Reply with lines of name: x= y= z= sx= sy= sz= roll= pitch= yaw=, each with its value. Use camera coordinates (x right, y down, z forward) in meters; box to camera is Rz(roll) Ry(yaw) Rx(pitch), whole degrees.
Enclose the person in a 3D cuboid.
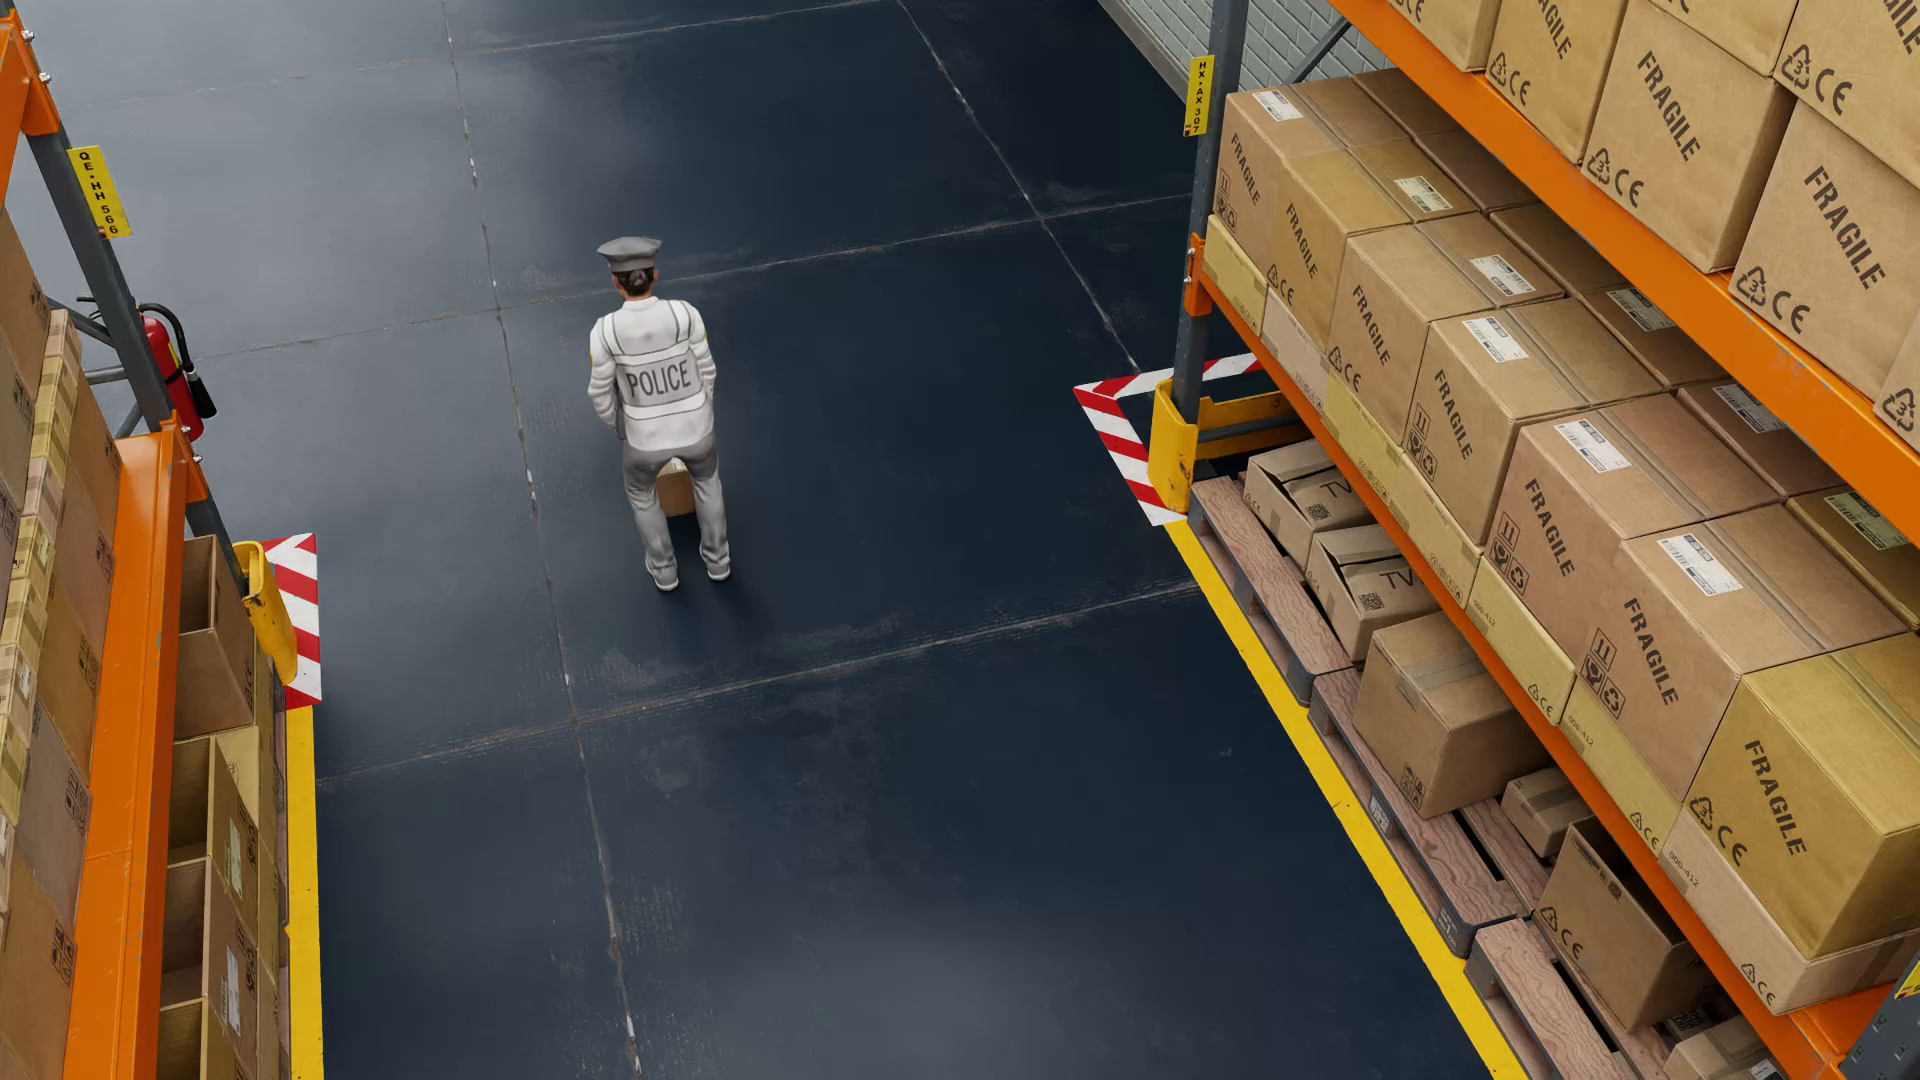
person: x=-1.219 y=-0.476 z=6.735 sx=0.508 sy=1.604 sz=0.485 roll=-11 pitch=44 yaw=-12
